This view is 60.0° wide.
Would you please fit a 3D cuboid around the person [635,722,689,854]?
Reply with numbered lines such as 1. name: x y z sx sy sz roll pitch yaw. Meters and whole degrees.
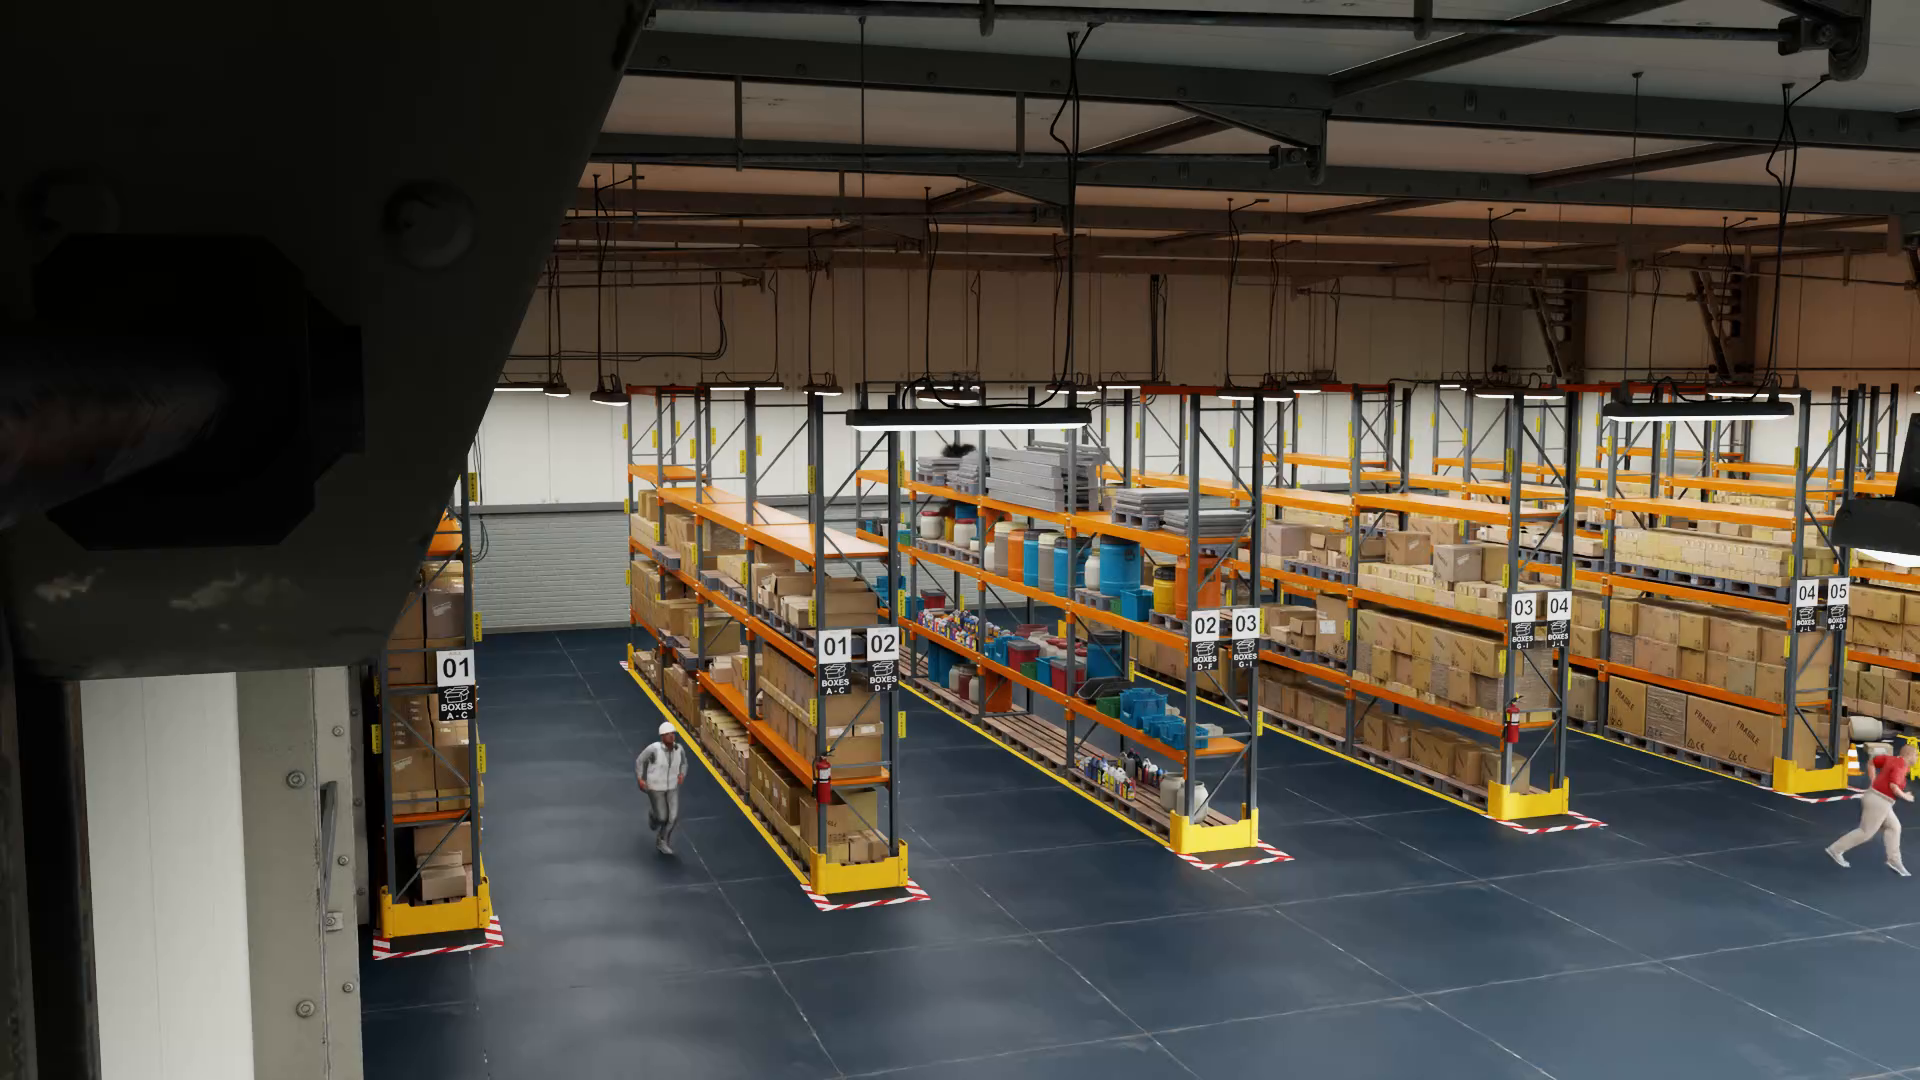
1. person: -3.904 3.239 21.860 0.691 1.734 0.691 -4 7 -31

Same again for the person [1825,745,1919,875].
1. person: 11.453 3.388 20.911 1.013 1.697 0.706 1 6 11

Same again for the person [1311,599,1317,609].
1. person: 9.060 1.160 41.882 0.797 1.692 0.671 -3 7 -25
